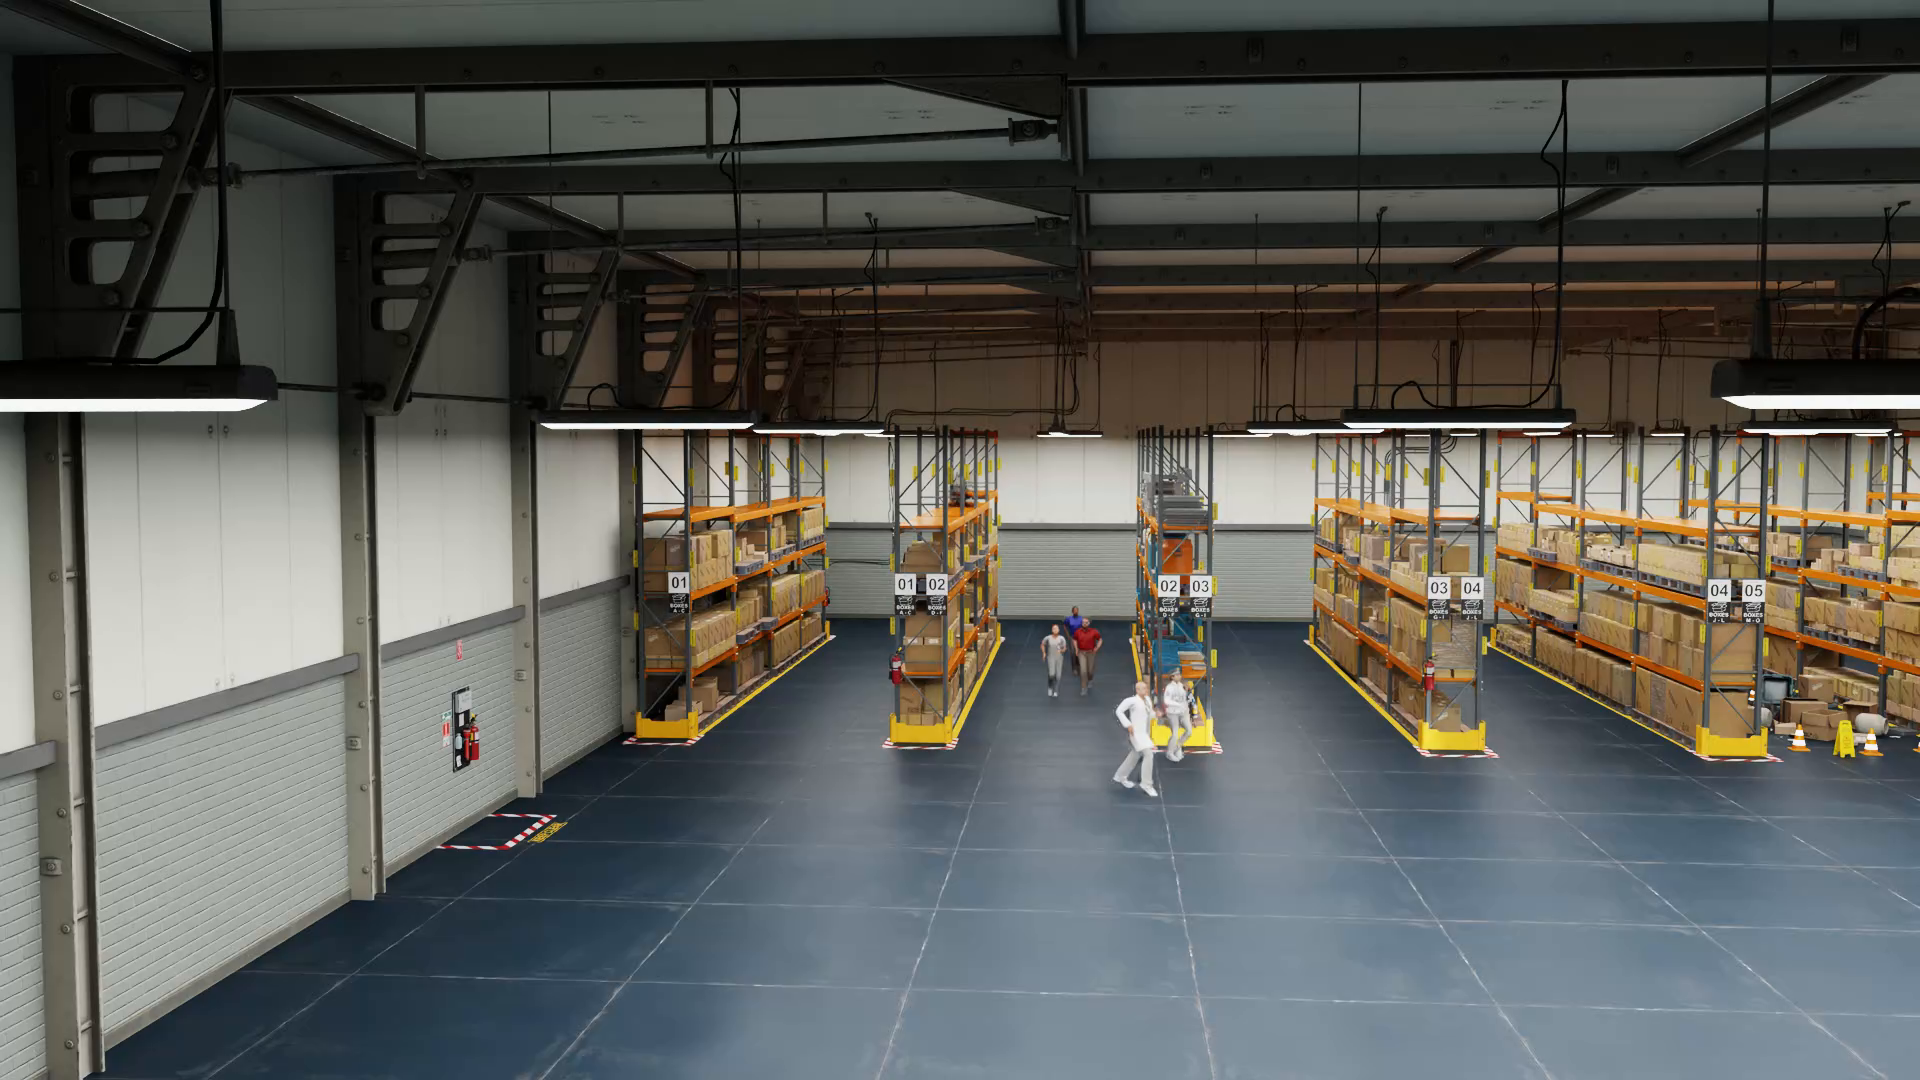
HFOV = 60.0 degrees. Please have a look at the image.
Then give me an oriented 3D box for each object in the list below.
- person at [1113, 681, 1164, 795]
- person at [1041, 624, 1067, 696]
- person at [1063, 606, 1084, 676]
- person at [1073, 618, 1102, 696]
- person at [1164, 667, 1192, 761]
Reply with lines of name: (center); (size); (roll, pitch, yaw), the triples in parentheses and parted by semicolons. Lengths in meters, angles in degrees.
person: (2.904, 3.216, 27.091); (0.864, 1.854, 0.668); (2, 4, 31)
person: (2.095, 2.673, 36.859); (0.546, 1.635, 0.628); (0, 3, -4)
person: (2.818, 2.441, 40.627); (0.590, 1.646, 0.829); (0, 3, -1)
person: (2.883, 2.625, 37.607); (0.671, 1.757, 0.754); (1, 3, 9)
person: (3.916, 3.110, 29.667); (0.664, 1.691, 0.564); (-3, 5, -43)
